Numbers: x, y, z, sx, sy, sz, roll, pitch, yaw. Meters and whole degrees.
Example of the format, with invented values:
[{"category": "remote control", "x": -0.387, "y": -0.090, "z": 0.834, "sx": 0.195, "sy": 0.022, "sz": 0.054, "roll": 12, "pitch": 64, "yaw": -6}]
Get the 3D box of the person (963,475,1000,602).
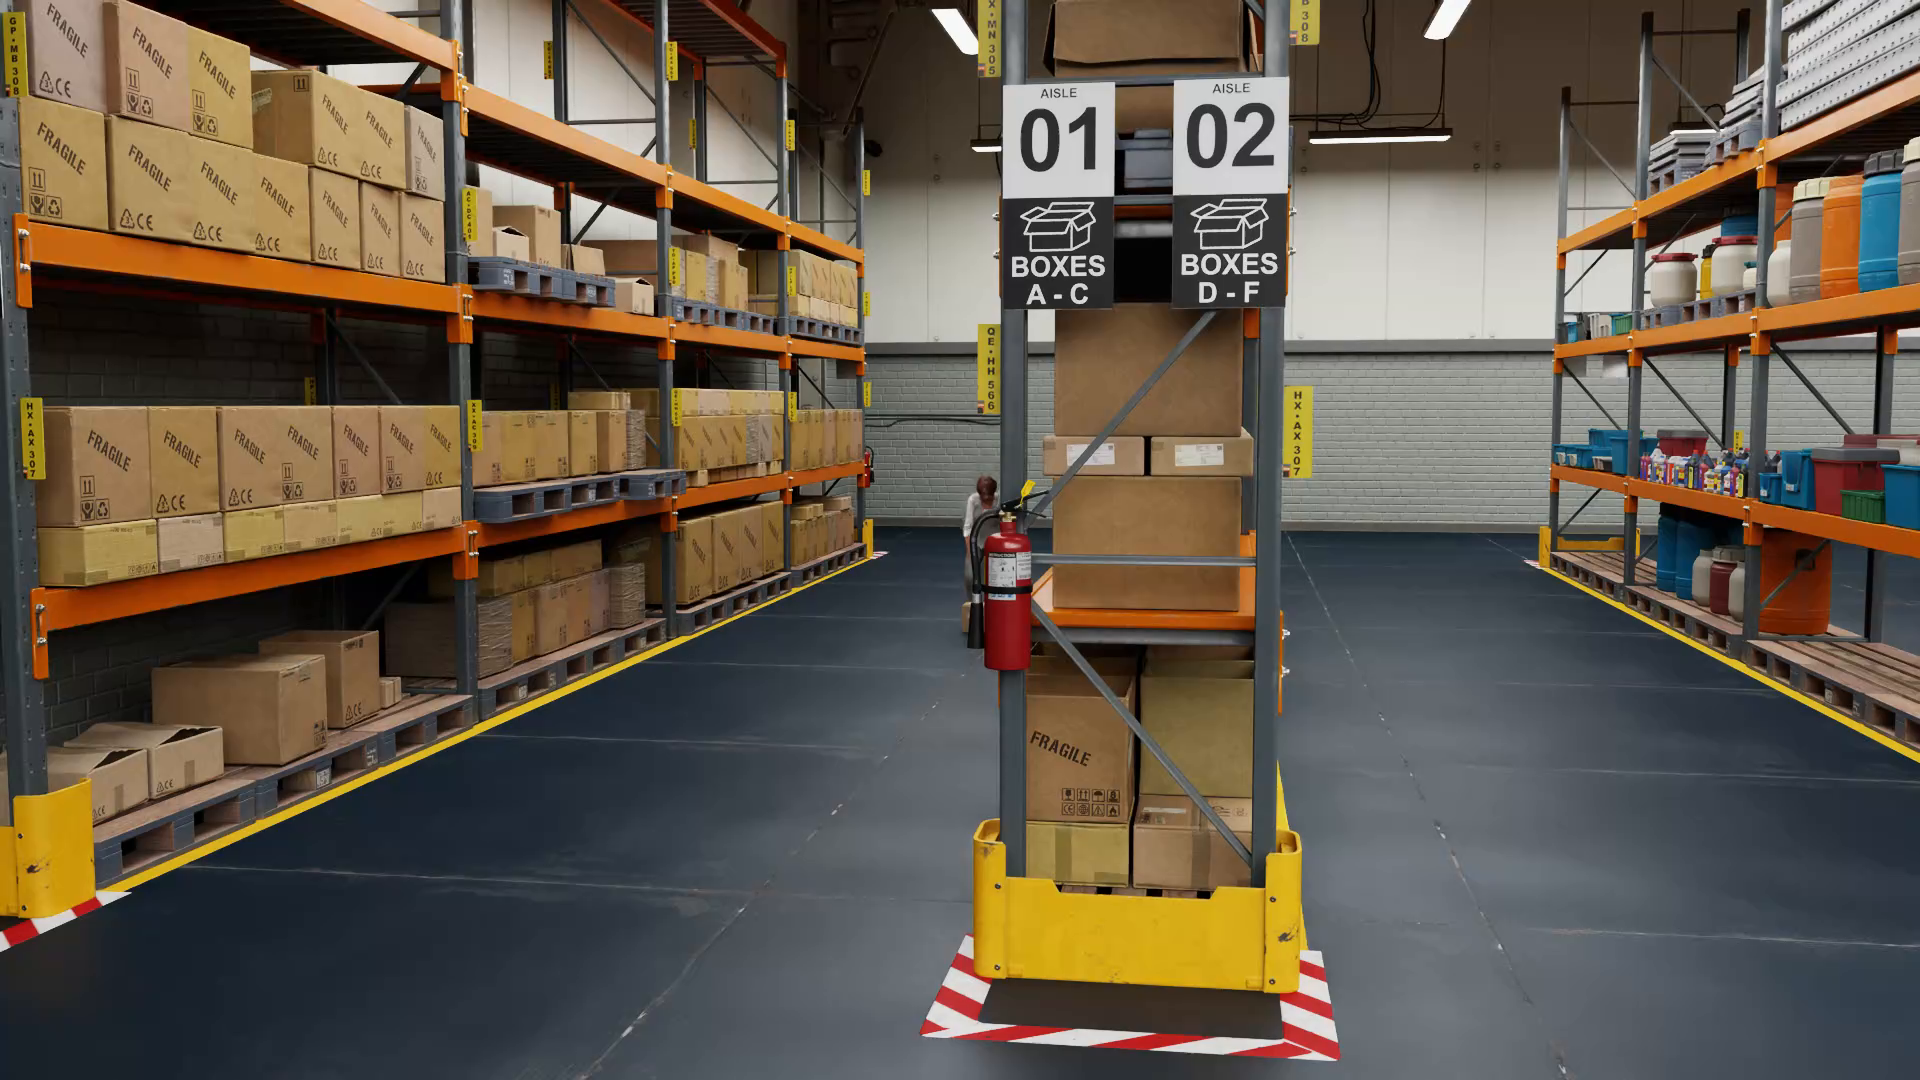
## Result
[{"category": "person", "x": 0.266, "y": 0.167, "z": 15.602, "sx": 0.456, "sy": 1.279, "sz": 0.560, "roll": 1, "pitch": 5, "yaw": 9}]
